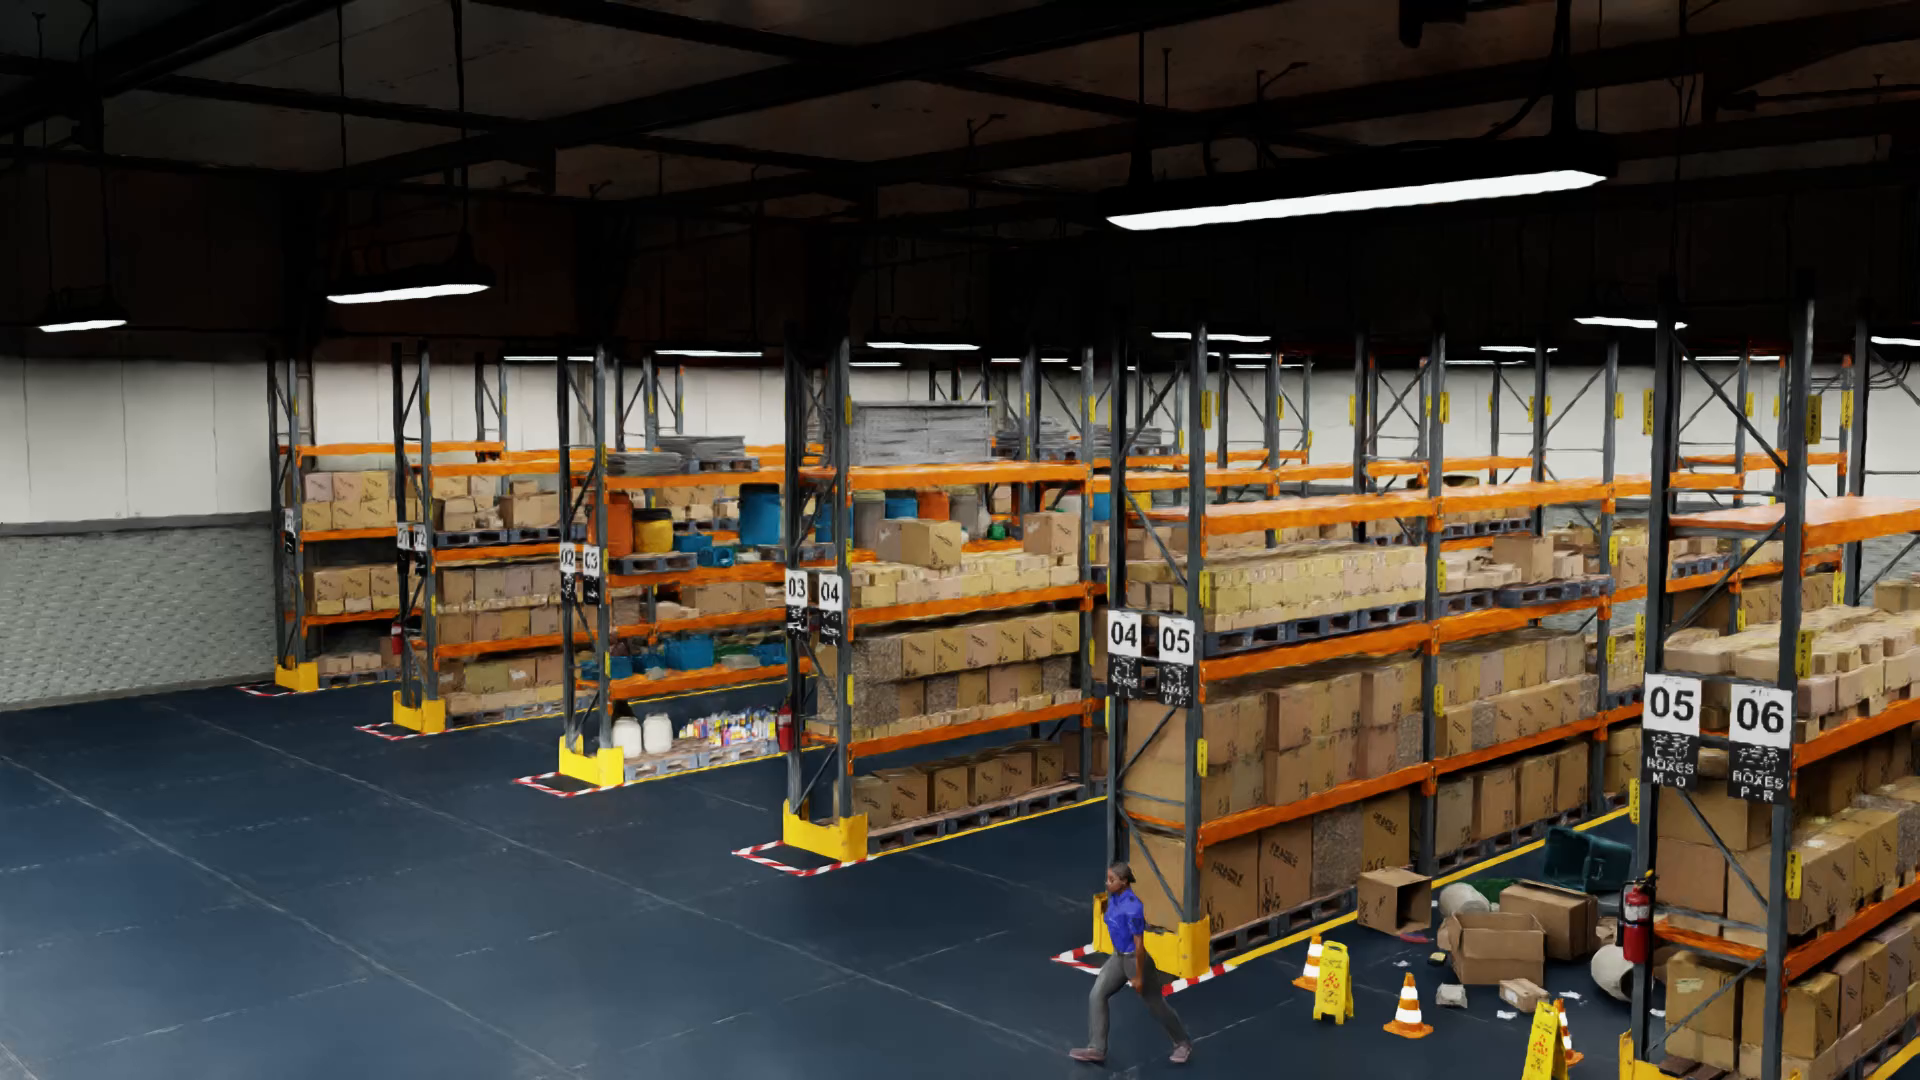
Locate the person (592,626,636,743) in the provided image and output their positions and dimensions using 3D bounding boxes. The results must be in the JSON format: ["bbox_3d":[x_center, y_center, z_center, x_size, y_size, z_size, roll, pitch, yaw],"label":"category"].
[{"bbox_3d":[-5.181,2.140,24.872,0.580,1.715,1.102,4,6,38],"label":"person"}]

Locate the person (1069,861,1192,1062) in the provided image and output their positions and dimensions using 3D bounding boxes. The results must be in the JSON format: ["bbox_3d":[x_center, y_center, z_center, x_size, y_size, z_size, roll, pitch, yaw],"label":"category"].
[{"bbox_3d":[1.345,3.257,12.851,0.943,1.593,0.502,-2,5,-22],"label":"person"}]
